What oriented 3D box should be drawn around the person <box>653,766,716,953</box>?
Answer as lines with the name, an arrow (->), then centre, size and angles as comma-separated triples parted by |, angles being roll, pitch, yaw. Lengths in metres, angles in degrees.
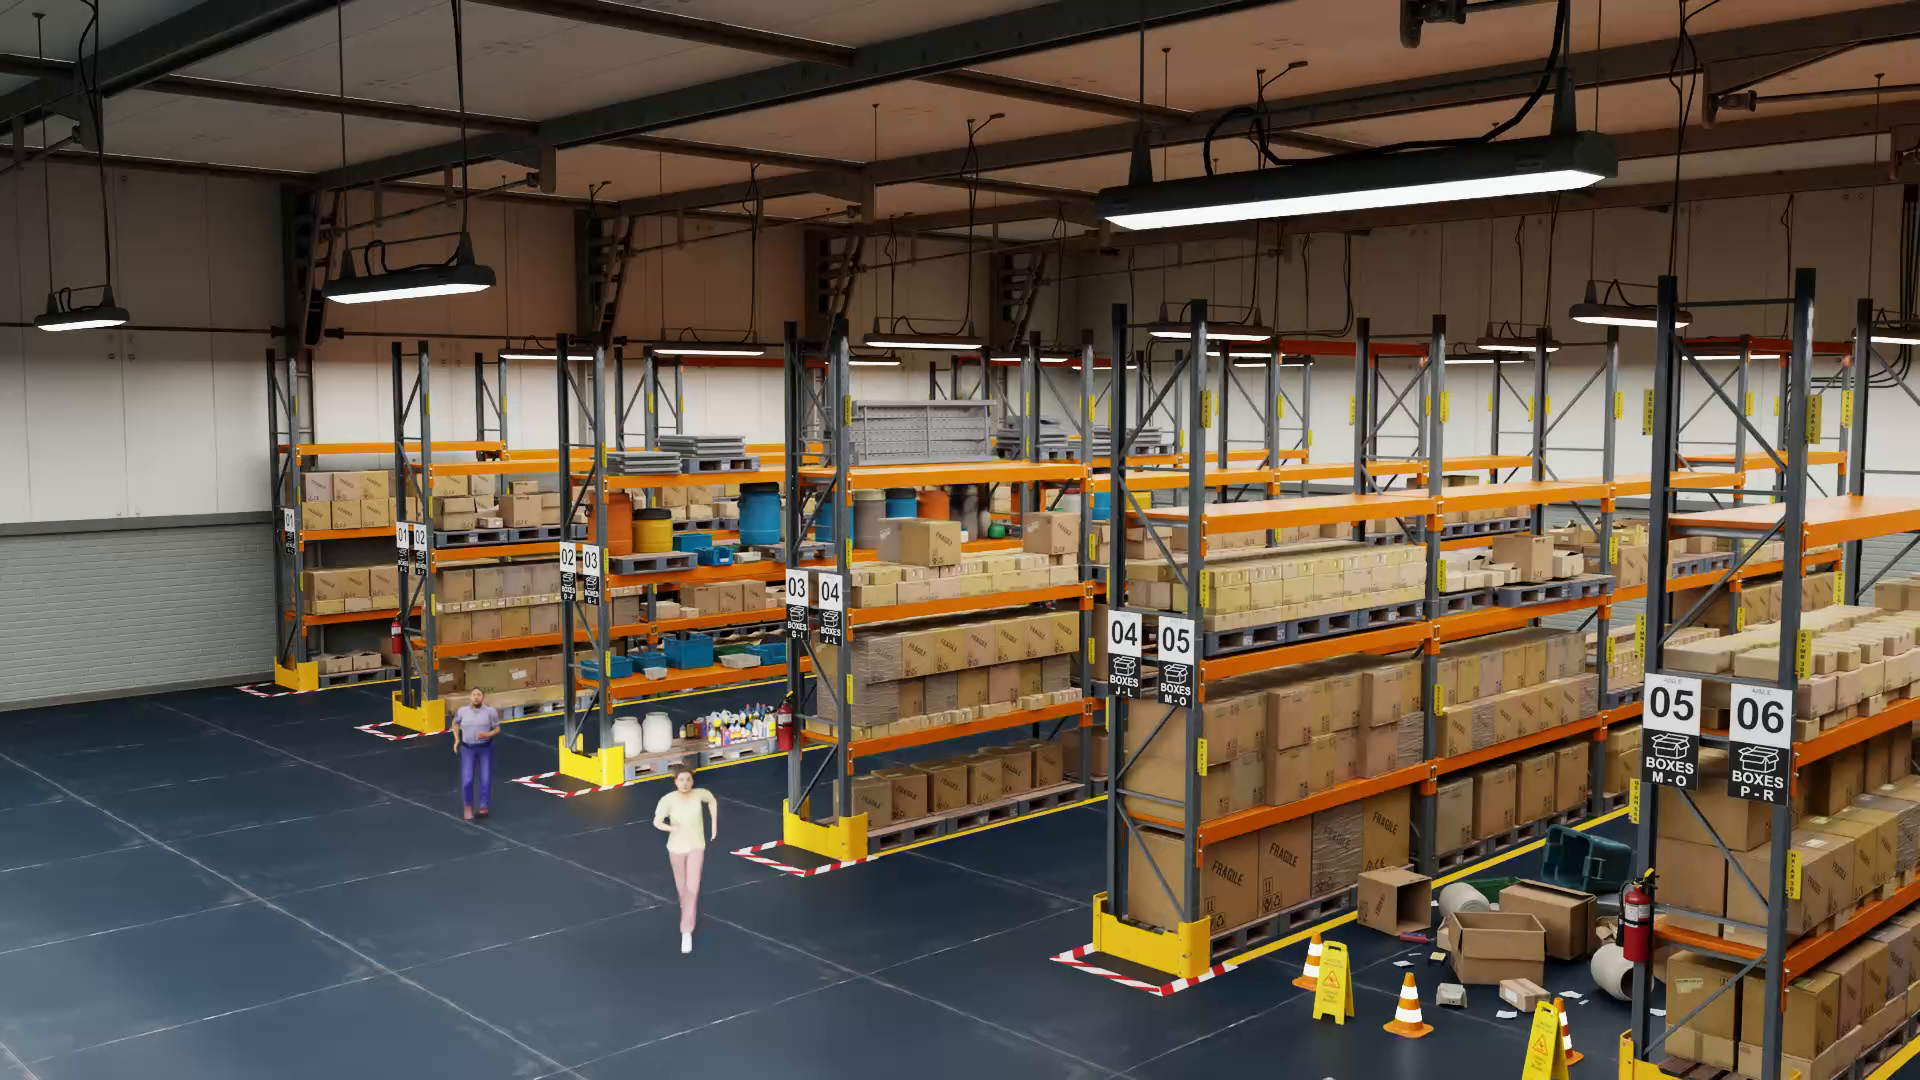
person -> -2.614, 2.967, 15.846 | 0.599, 1.704, 0.930 | -1, 5, -10

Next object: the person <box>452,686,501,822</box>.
person -> -5.883, 2.606, 20.244 | 0.577, 1.635, 0.661 | -1, 5, -15
